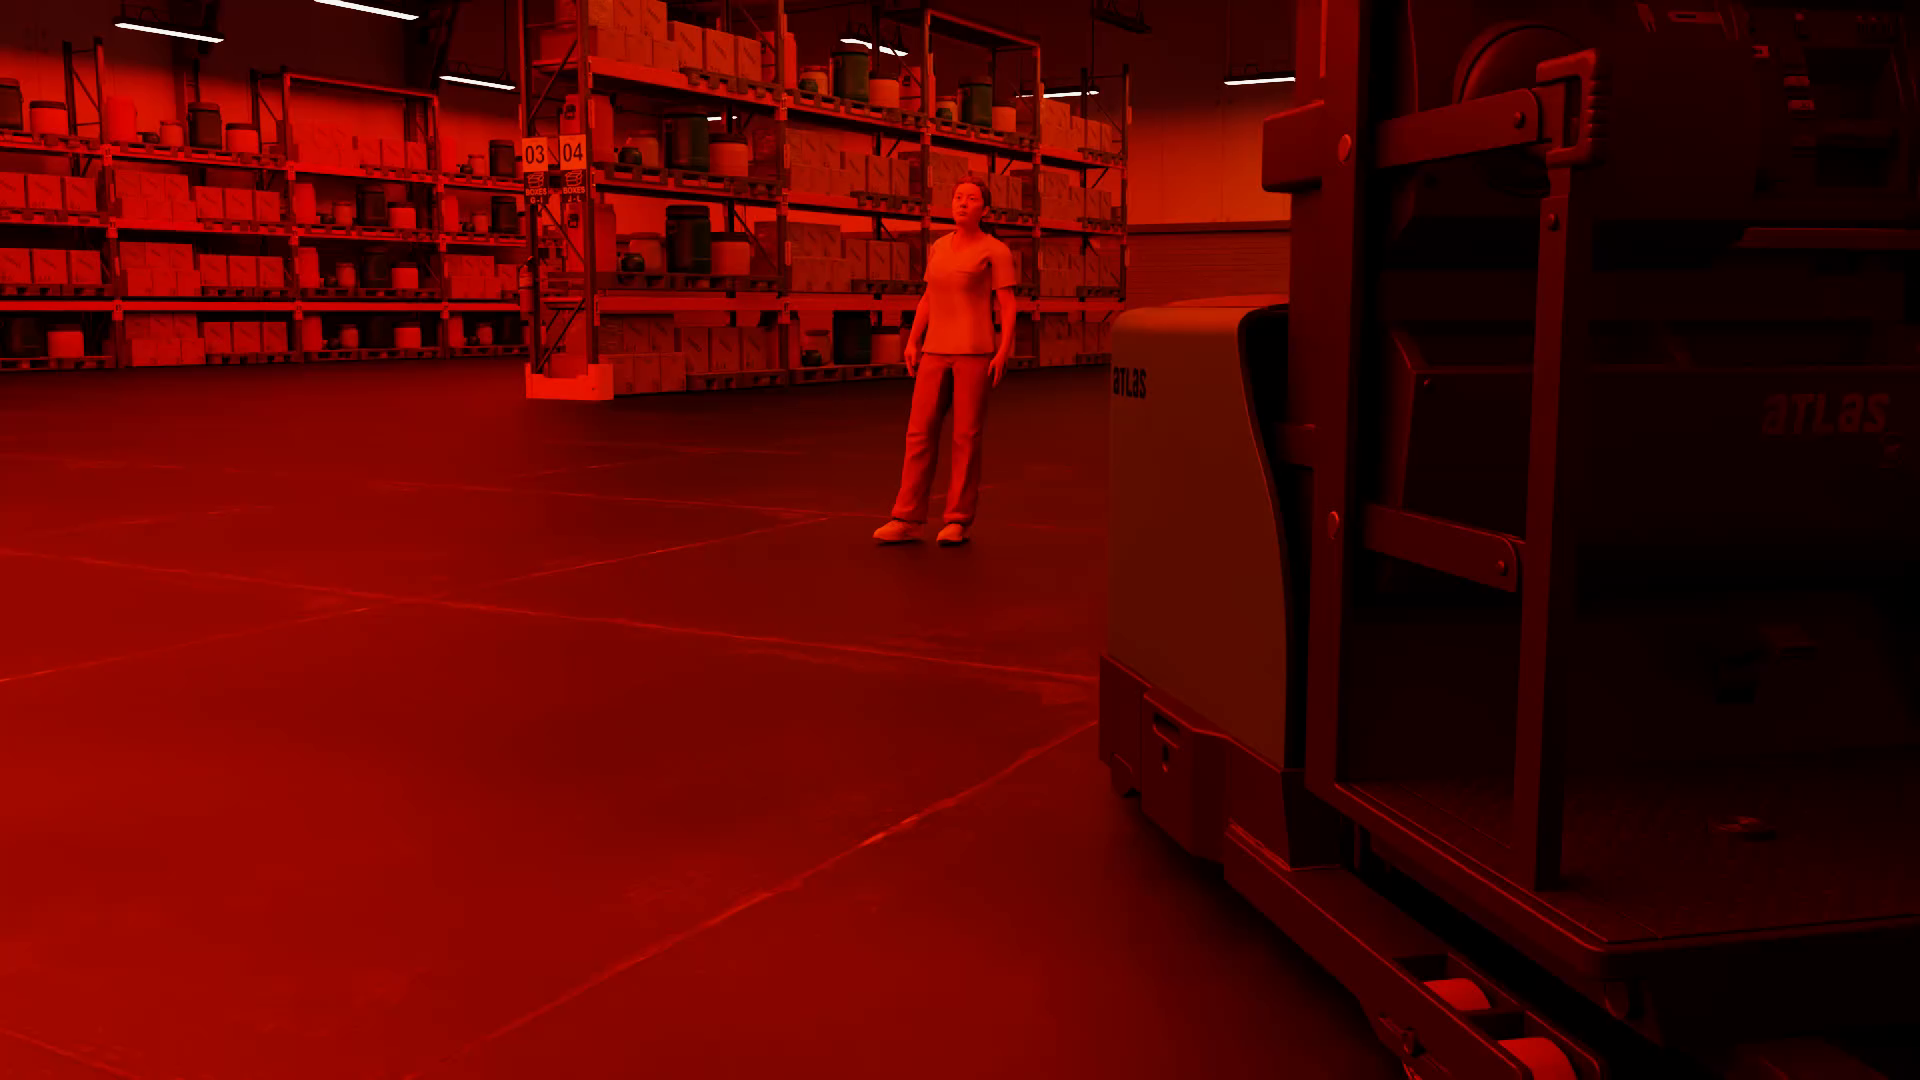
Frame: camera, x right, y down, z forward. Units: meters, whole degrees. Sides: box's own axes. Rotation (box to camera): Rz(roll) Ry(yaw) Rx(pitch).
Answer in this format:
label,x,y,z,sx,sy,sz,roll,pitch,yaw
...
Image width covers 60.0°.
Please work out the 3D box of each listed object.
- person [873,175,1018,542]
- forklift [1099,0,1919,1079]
label,x,y,z,sx,sy,sz,roll,pitch,yaw
person,-0.045,-0.829,7.640,0.555,1.675,0.549,4,9,29
forklift,1.138,-0.716,2.285,1.130,2.935,3.031,-2,8,-13
